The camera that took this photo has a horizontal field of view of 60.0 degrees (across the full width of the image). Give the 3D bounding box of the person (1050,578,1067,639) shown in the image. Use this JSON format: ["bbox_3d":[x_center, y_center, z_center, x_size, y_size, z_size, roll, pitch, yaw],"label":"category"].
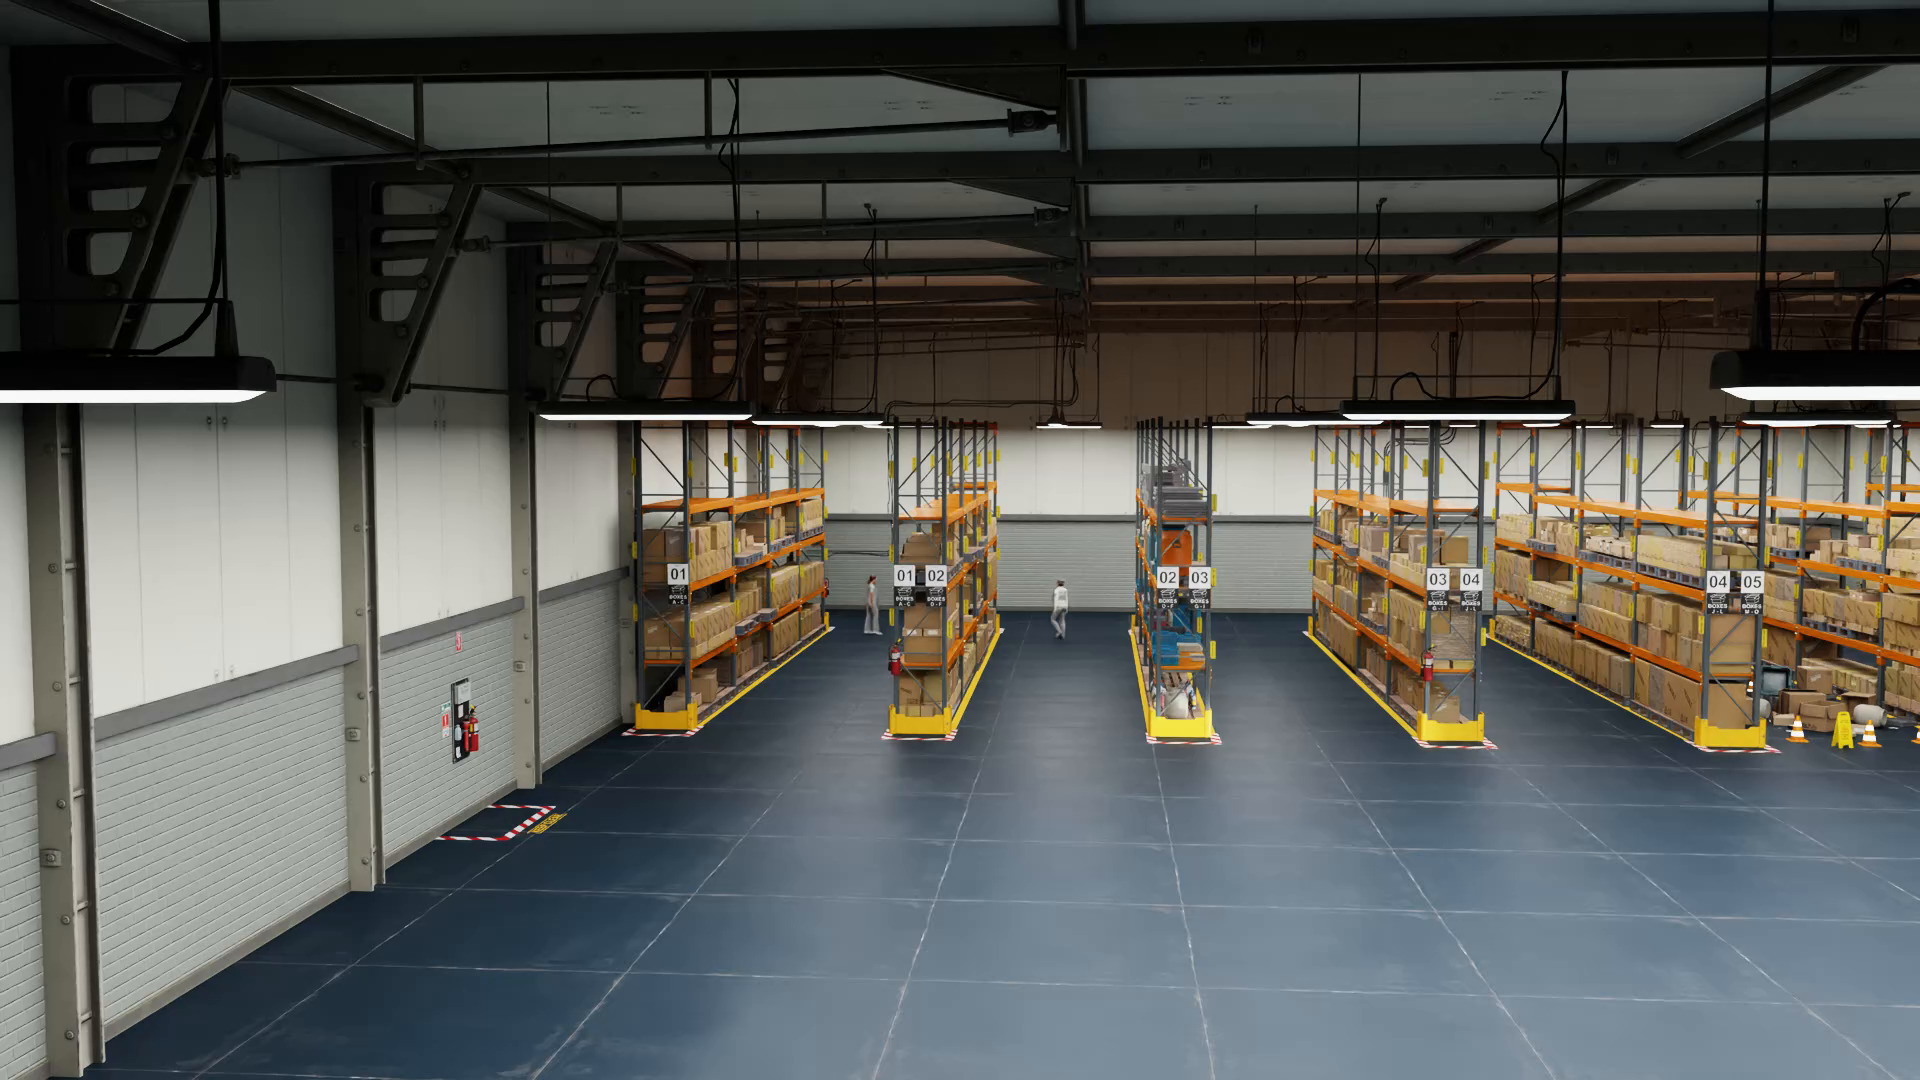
[{"bbox_3d":[2.776,1.888,45.874,0.507,1.682,0.429,-3,5,-40],"label":"person"}]

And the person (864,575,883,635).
[{"bbox_3d":[-2.464,1.830,46.994,0.526,1.713,0.497,-1,4,-20],"label":"person"}]
